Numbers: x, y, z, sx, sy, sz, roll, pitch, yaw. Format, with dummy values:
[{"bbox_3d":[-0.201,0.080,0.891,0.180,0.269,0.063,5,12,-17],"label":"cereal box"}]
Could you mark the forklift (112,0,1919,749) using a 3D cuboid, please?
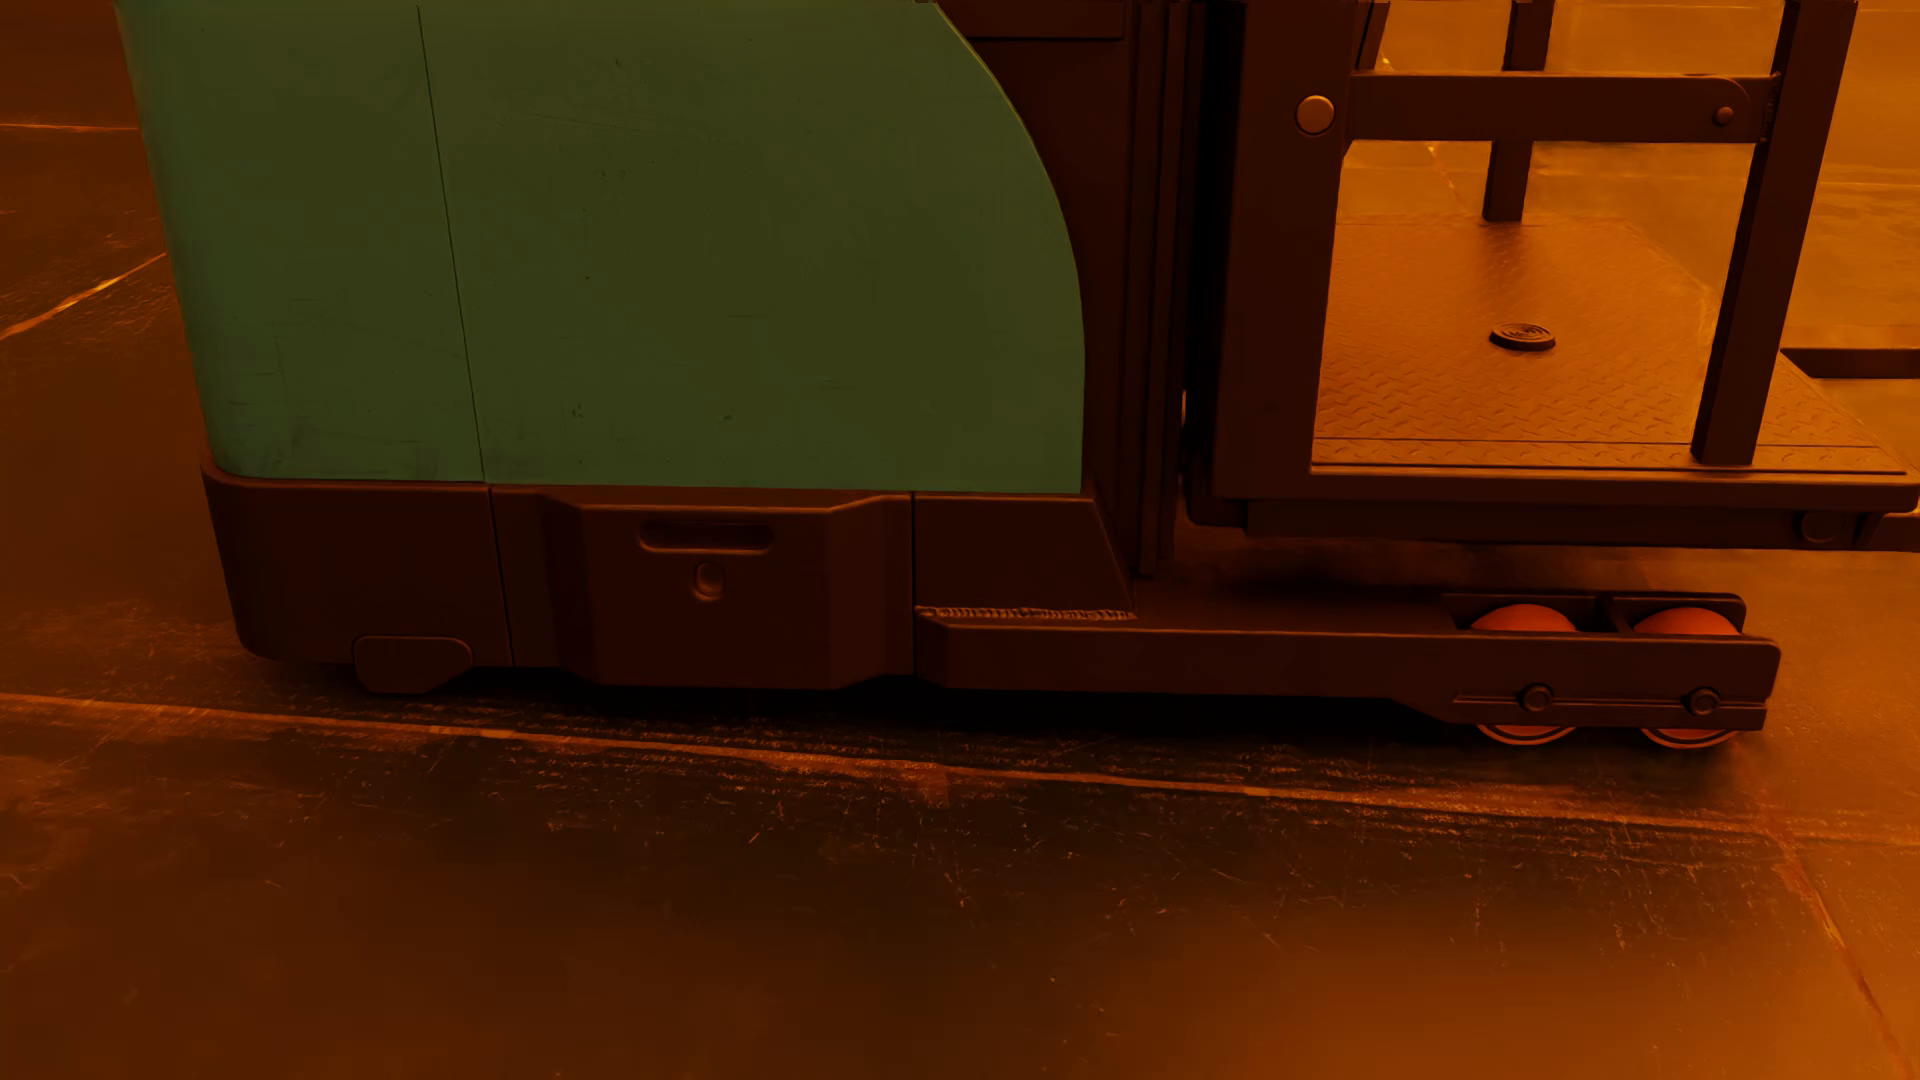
[{"bbox_3d":[0.612,-1.304,1.831,3.031,2.935,1.130,1,27,2],"label":"forklift"}]
